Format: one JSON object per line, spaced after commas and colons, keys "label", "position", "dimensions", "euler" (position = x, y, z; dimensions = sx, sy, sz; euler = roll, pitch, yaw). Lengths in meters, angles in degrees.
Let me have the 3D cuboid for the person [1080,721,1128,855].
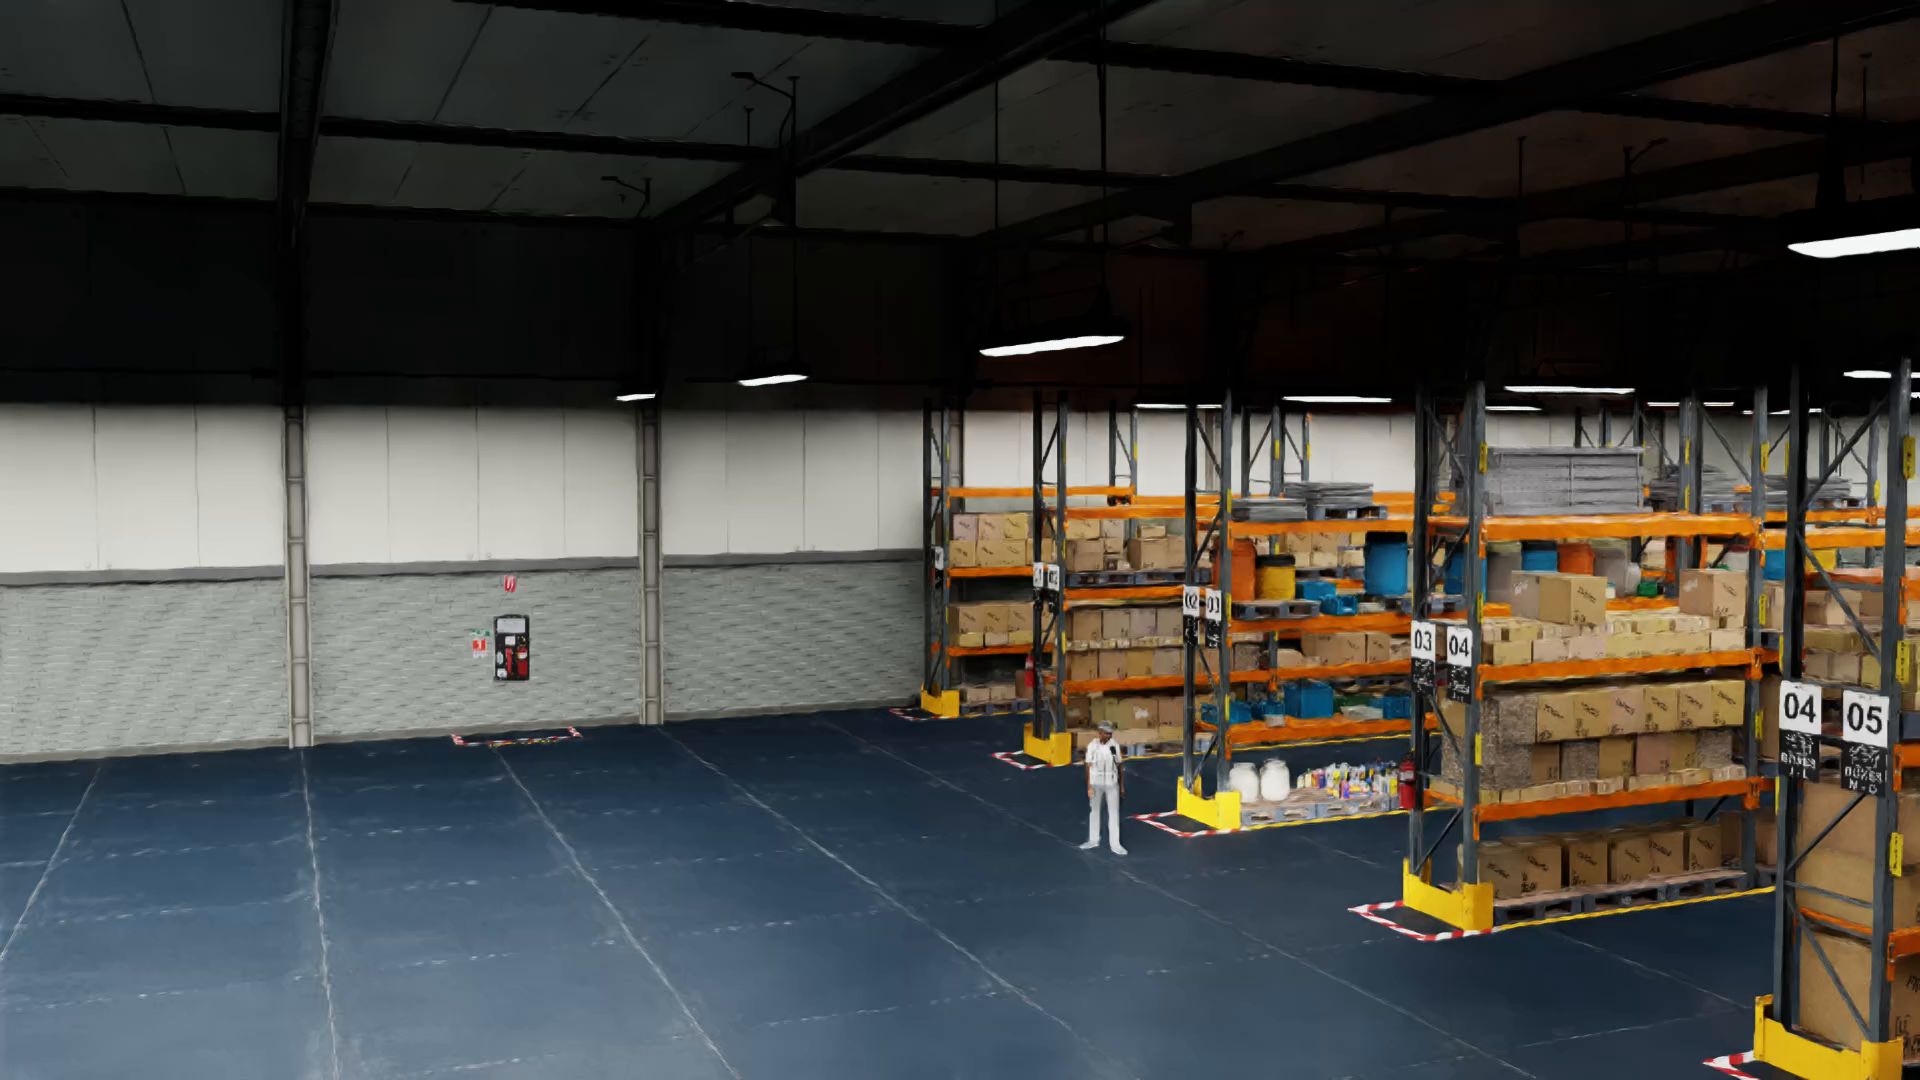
{"label": "person", "position": [1.810, 3.093, 20.945], "dimensions": [0.589, 1.674, 0.468], "euler": [0, 3, 2]}
